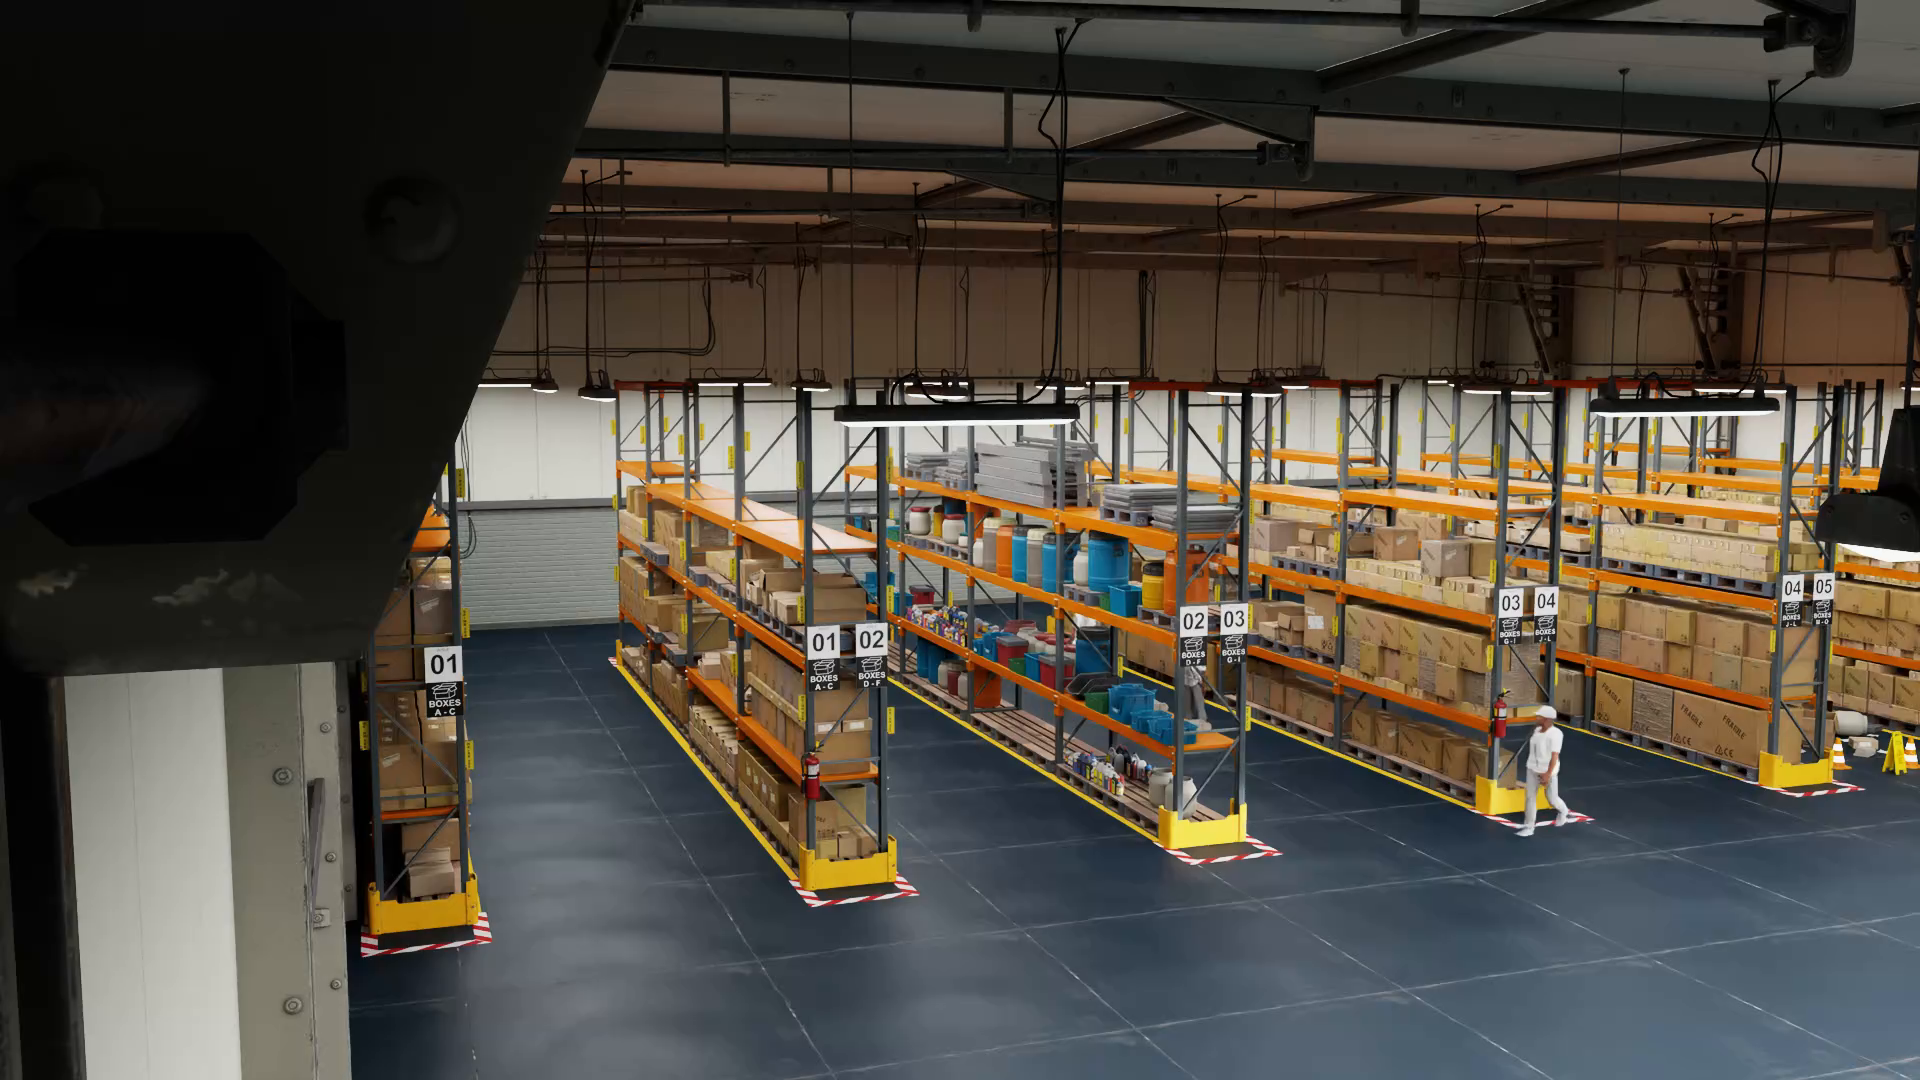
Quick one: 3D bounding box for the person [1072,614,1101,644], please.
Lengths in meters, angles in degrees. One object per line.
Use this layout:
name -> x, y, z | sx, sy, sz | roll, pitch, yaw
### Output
person -> 2.476, 2.027, 32.475 | 0.597, 1.729, 1.072 | 0, 6, 0

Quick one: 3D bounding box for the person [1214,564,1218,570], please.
person -> 5.987, 1.406, 38.716 | 0.635, 1.685, 1.003 | -2, 6, -15

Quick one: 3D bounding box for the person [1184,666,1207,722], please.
person -> 3.986, 2.517, 28.303 | 0.377, 1.658, 0.548 | -4, 7, -31

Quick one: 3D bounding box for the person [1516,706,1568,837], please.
person -> 7.892, 3.098, 22.404 | 0.495, 1.749, 0.916 | 5, 8, 42
